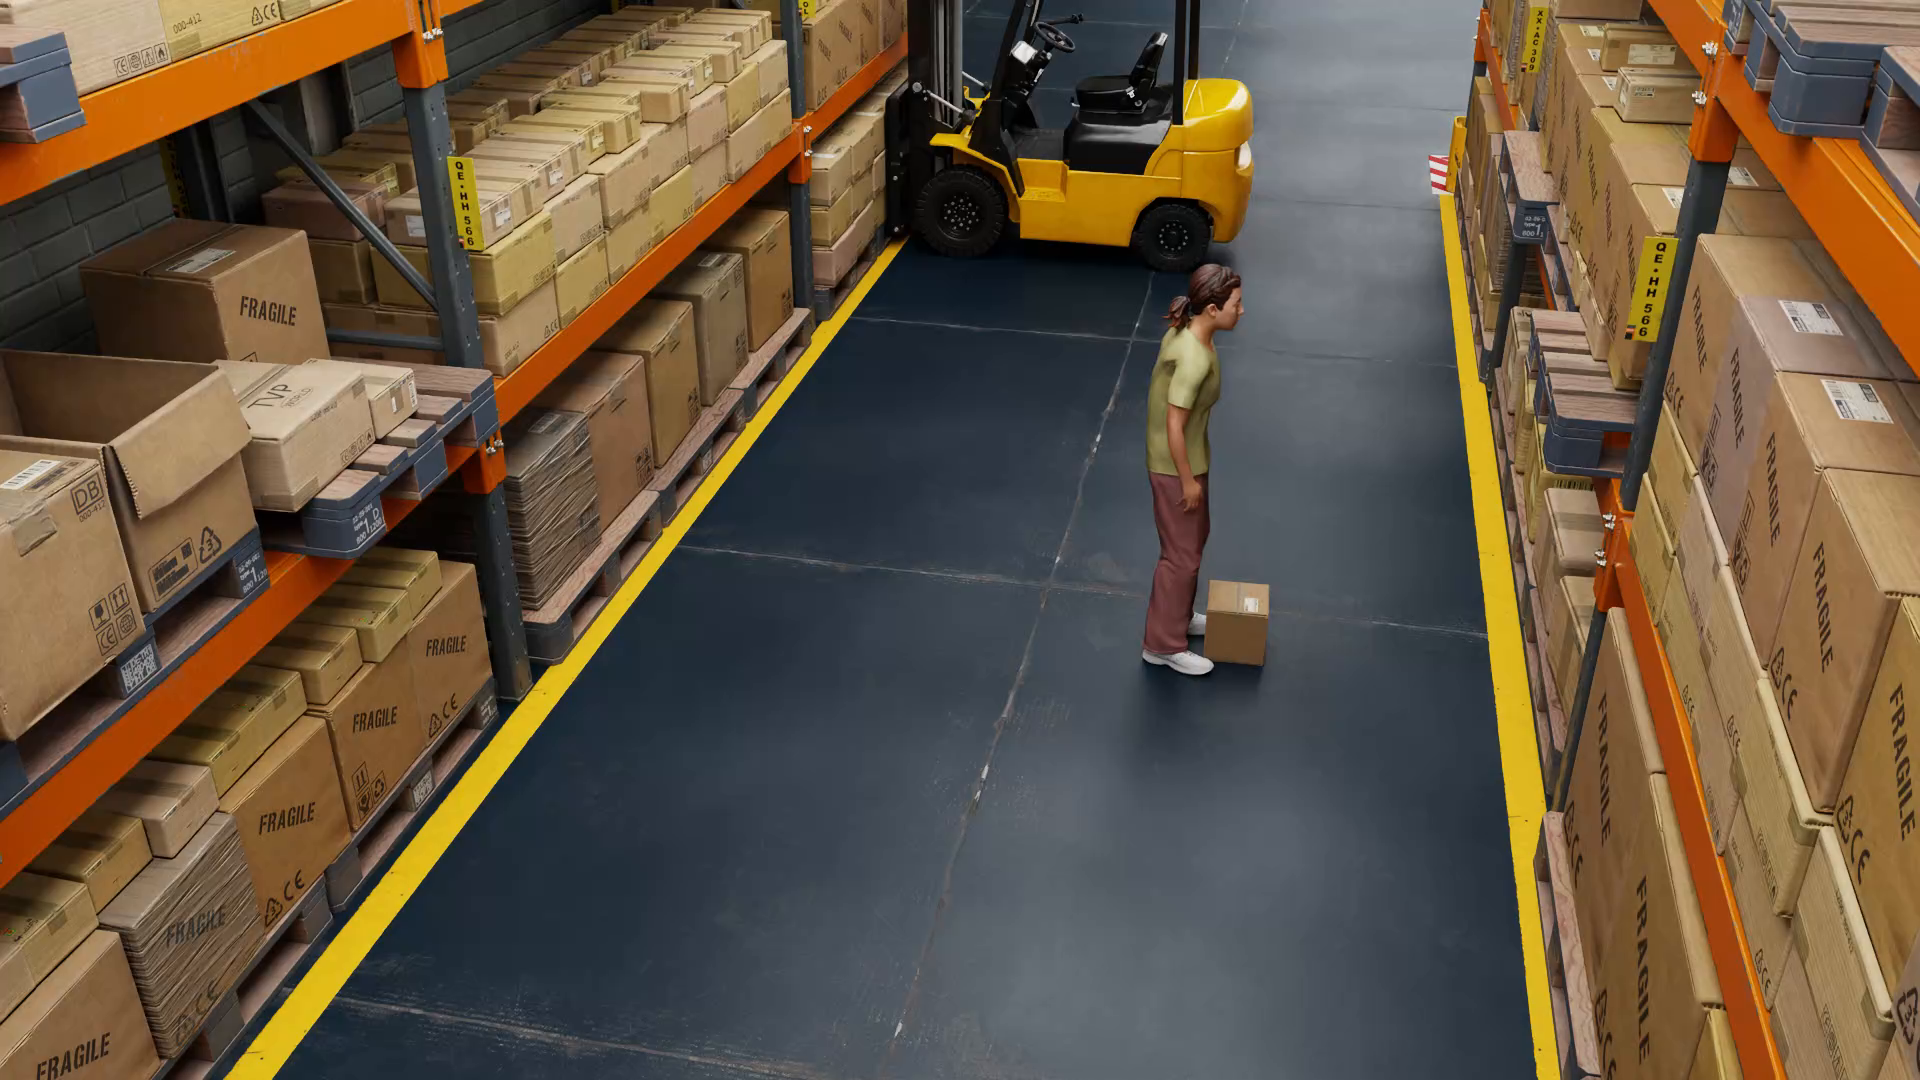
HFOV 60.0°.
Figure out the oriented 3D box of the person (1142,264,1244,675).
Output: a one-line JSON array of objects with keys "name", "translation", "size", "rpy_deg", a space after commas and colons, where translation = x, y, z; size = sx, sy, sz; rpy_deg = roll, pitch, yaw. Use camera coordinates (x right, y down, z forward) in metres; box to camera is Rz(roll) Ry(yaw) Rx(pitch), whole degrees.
[{"name": "person", "translation": [0.919, -0.299, 6.667], "size": [0.354, 1.673, 0.516], "rpy_deg": [5, 29, 9]}]
